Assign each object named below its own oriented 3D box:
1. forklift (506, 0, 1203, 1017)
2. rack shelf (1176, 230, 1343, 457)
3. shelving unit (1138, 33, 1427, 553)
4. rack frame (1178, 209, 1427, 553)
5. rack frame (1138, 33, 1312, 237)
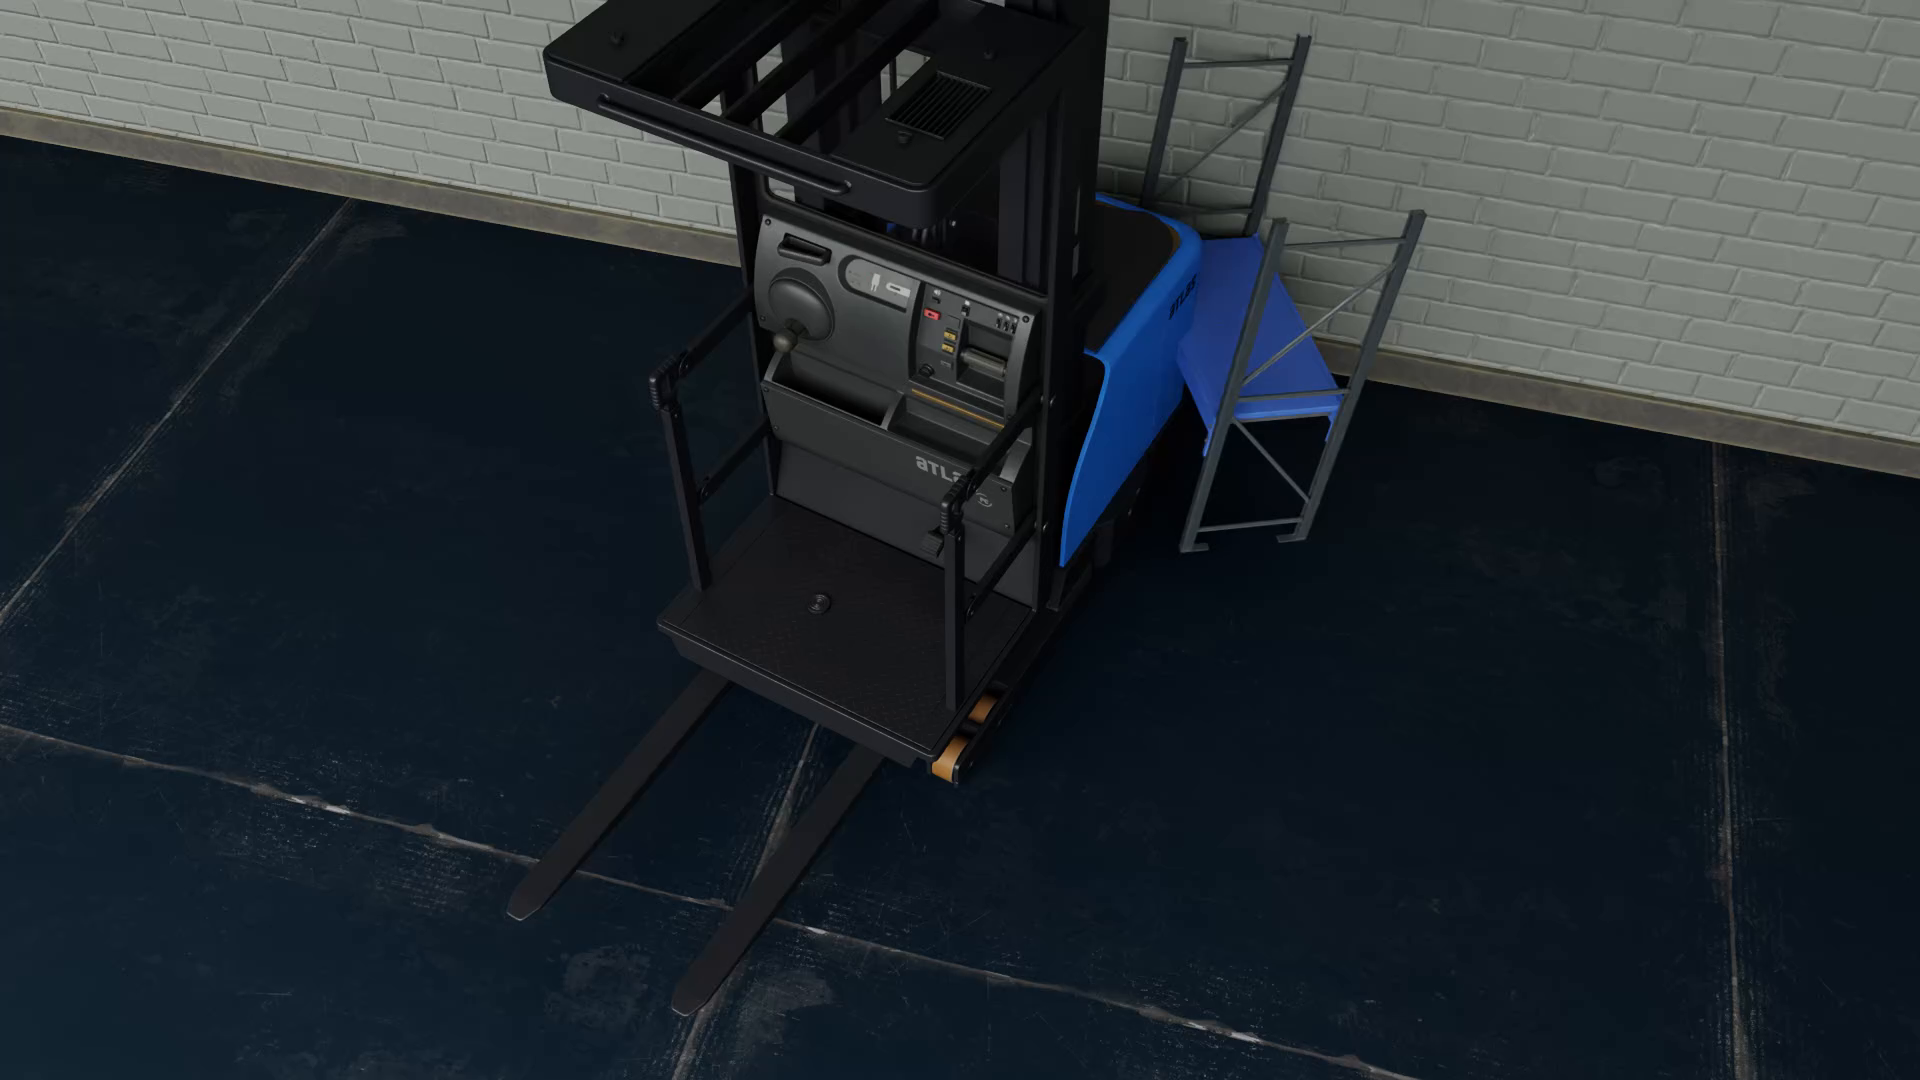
[{"bbox_3d":[-0.312,-0.566,4.795,1.130,2.935,3.031,23,53,19],"label":"forklift"},{"bbox_3d":[1.002,-0.744,6.118,0.538,0.185,1.000,-6,49,-12],"label":"rack shelf"},{"bbox_3d":[1.019,-0.864,5.986,0.538,1.500,1.048,-6,49,-12],"label":"shelving unit"},{"bbox_3d":[1.128,-0.490,5.659,0.500,1.500,0.032,-6,49,-12],"label":"rack frame"},{"bbox_3d":[0.910,-1.239,6.312,0.500,1.500,0.032,-6,49,-12],"label":"rack frame"}]
